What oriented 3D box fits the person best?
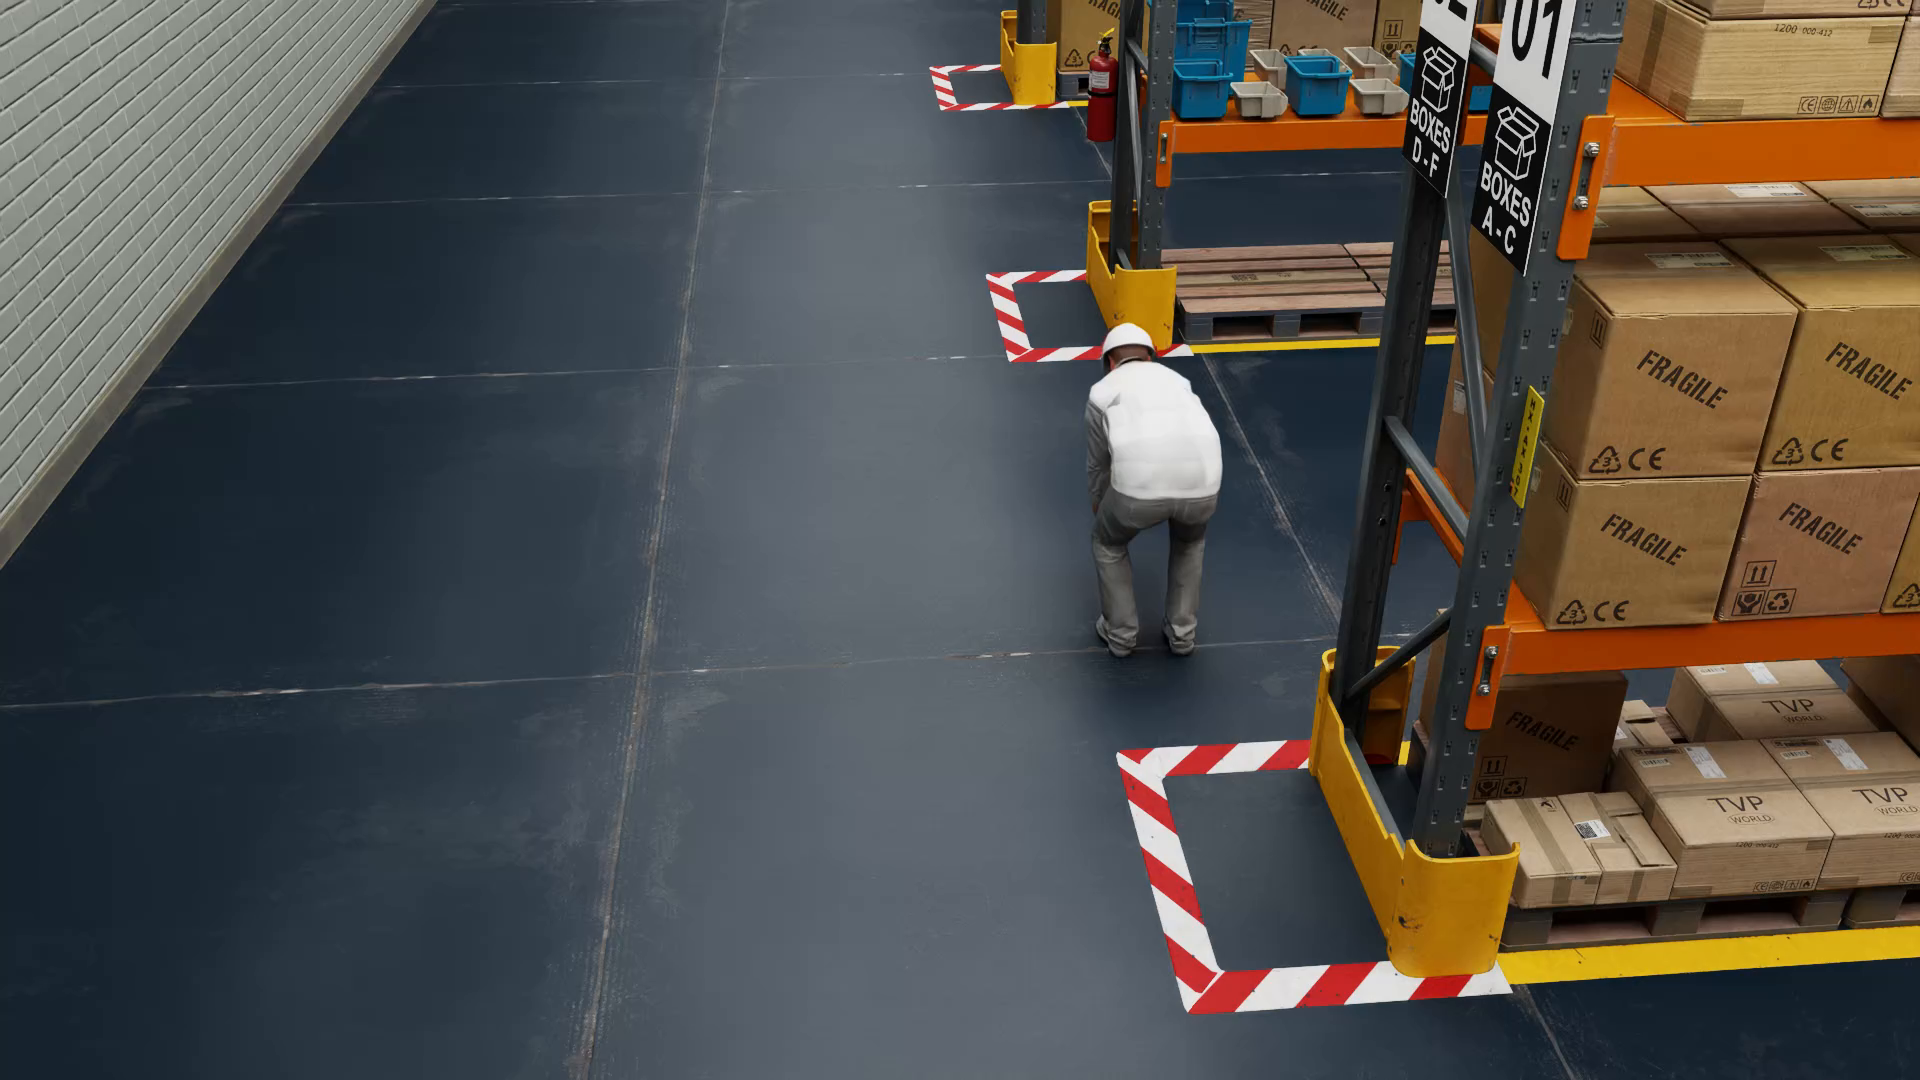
[{"bbox_3d":[0.772,-0.199,6.997,0.485,1.202,0.981,-4,31,-7],"label":"person"}]
